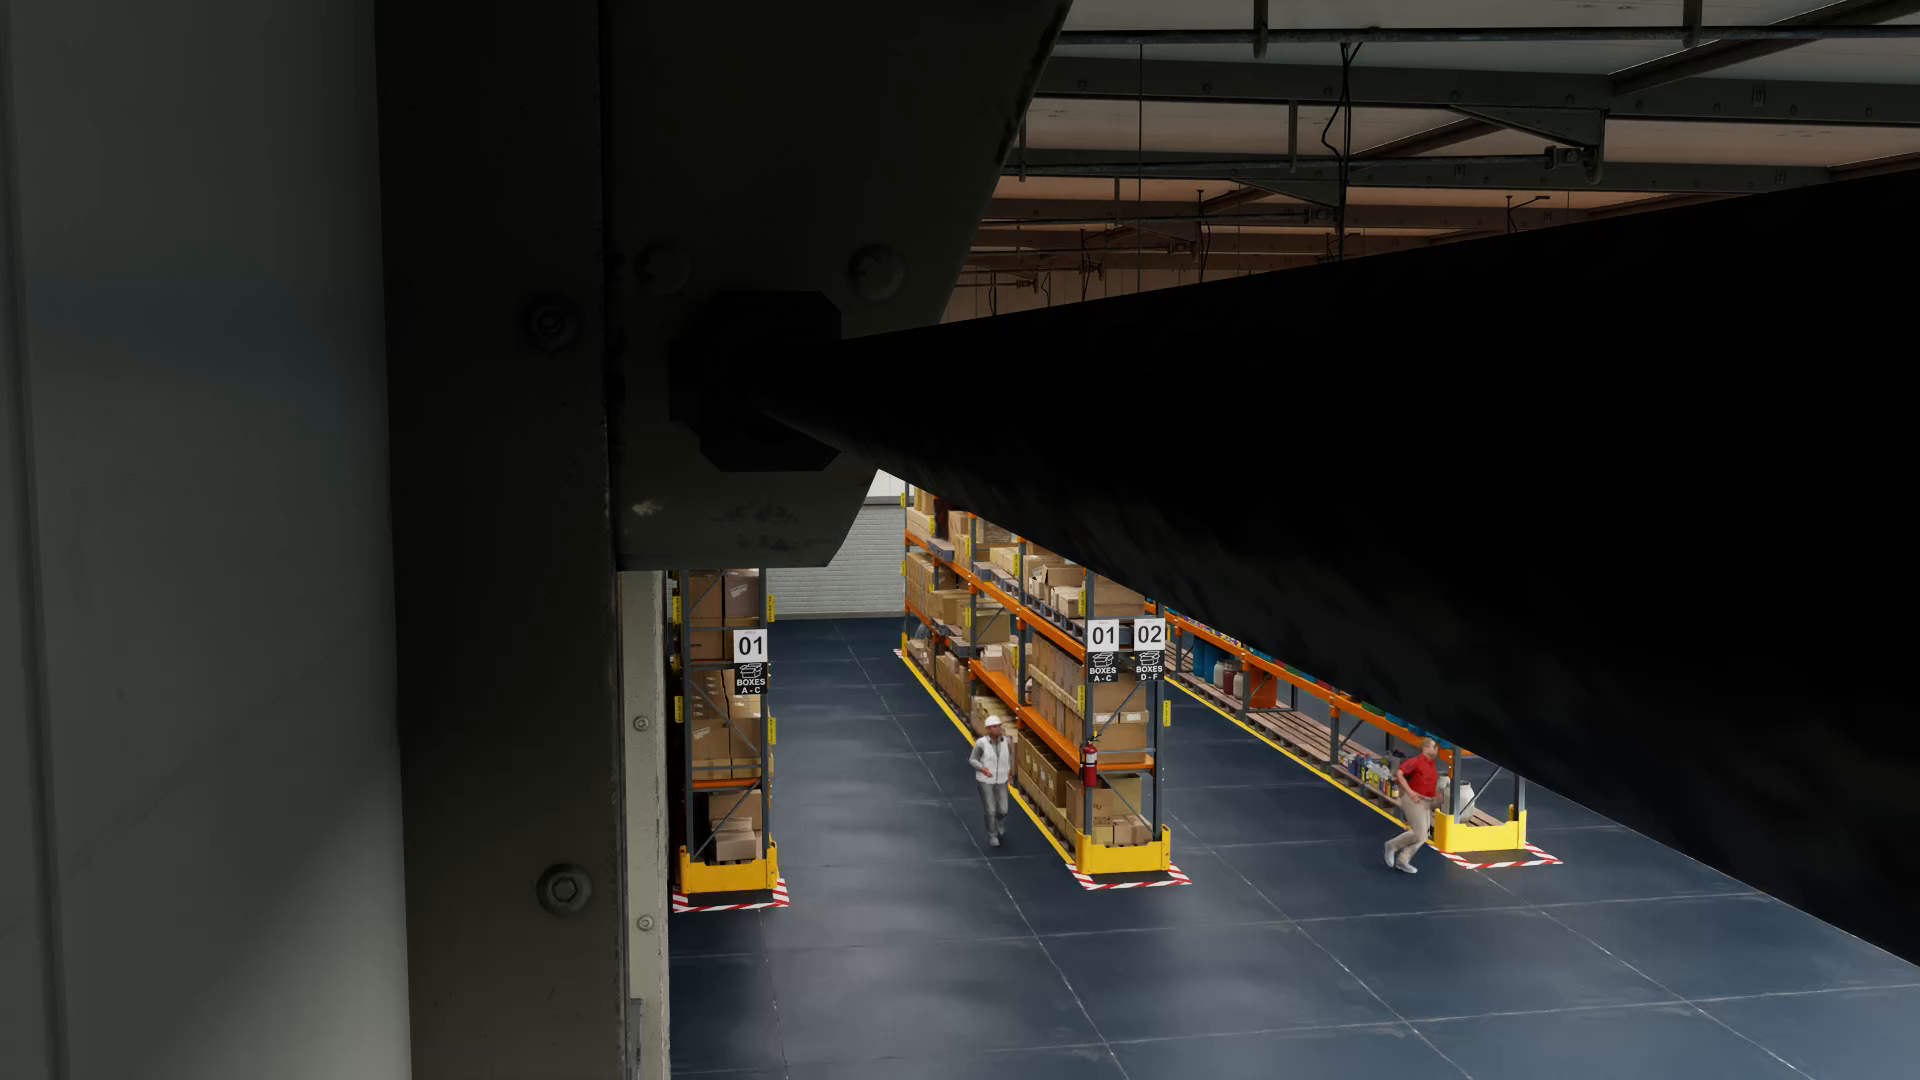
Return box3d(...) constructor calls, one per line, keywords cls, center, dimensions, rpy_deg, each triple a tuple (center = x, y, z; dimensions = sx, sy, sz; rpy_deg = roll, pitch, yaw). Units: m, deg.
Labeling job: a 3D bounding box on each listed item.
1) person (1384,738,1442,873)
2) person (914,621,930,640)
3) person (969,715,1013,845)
box3d(cls="person", center=(5.792, 3.338, 21.051), dimensions=(0.604, 1.654, 0.747), rpy_deg=(6, 8, 43))
box3d(cls="person", center=(-0.776, 1.516, 38.103), dimensions=(0.592, 1.727, 0.721), rpy_deg=(0, 6, 1))
box3d(cls="person", center=(0.442, 3.187, 22.036), dimensions=(0.648, 1.740, 0.606), rpy_deg=(-2, 6, -17))
